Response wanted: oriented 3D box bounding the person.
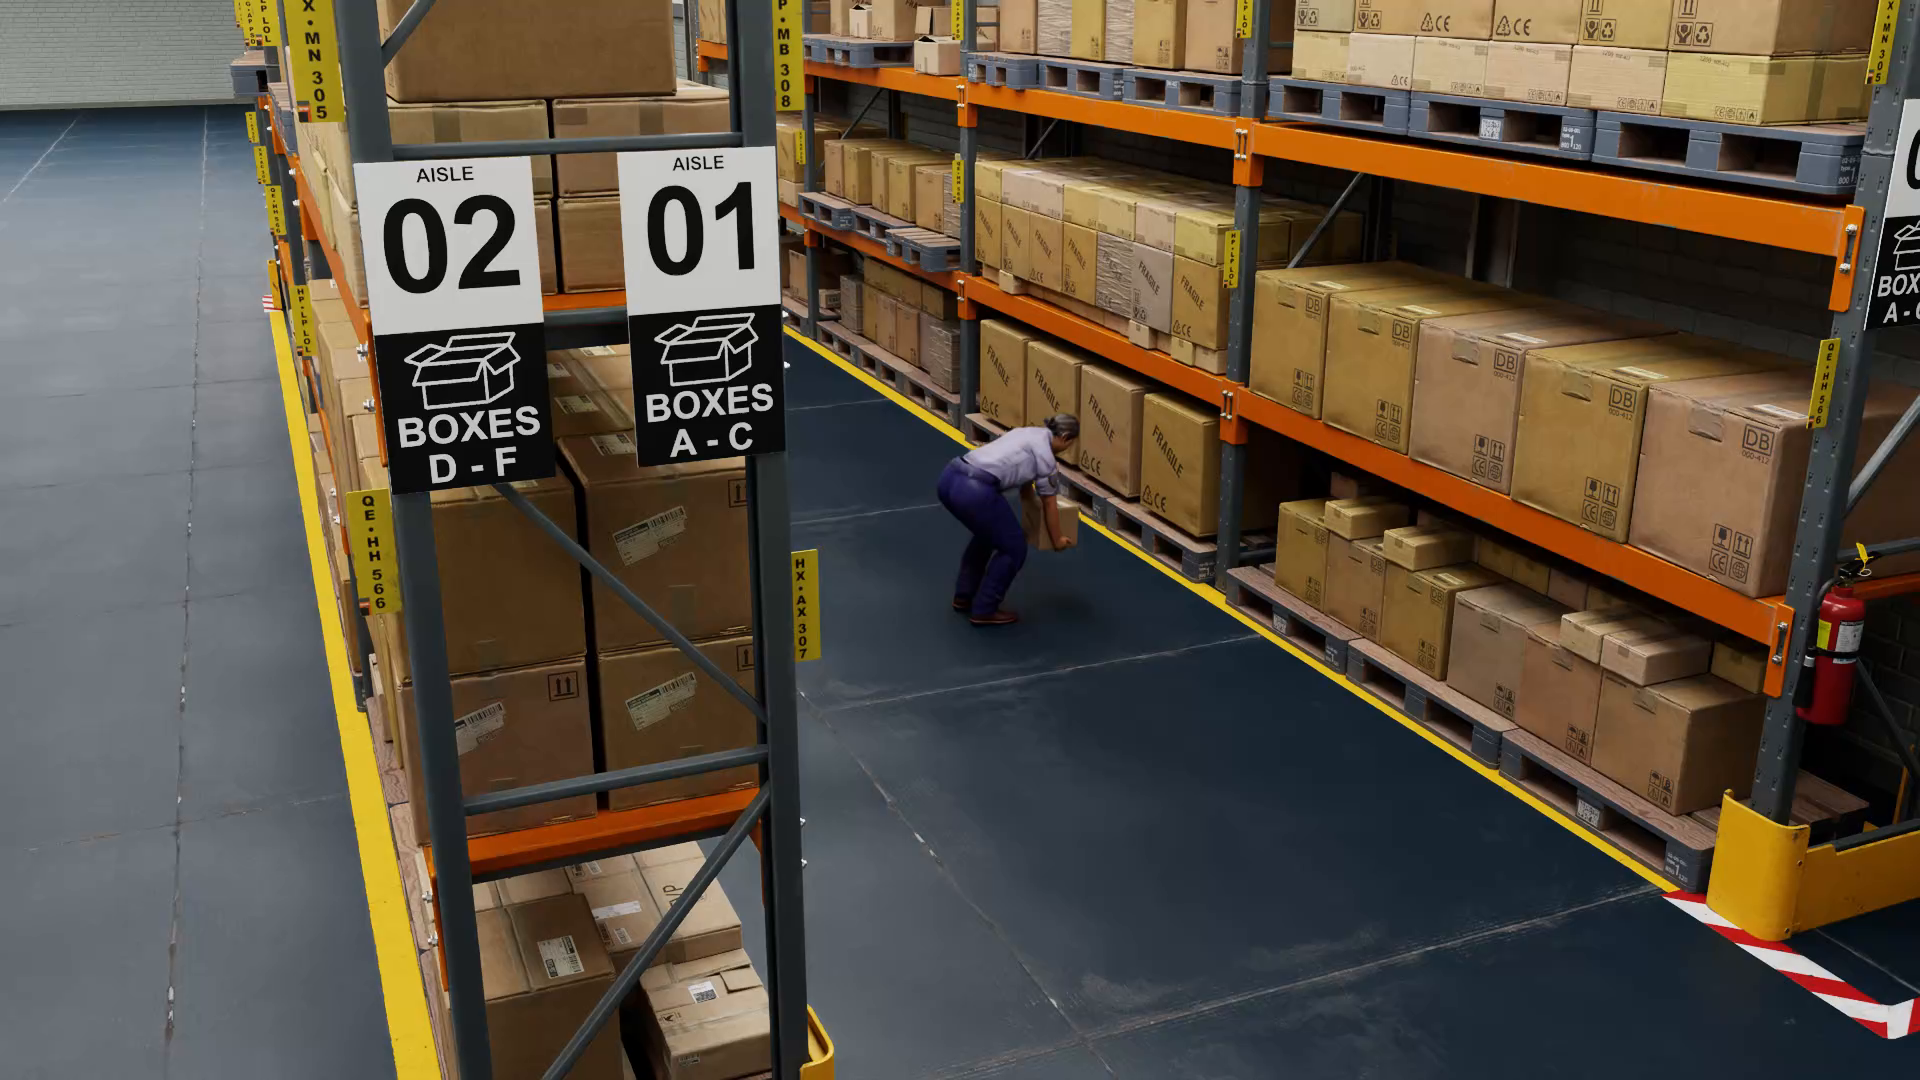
[{"bbox_3d":[0.302,-0.129,9.723,0.867,1.158,0.487,-9,21,-24],"label":"person"}]
